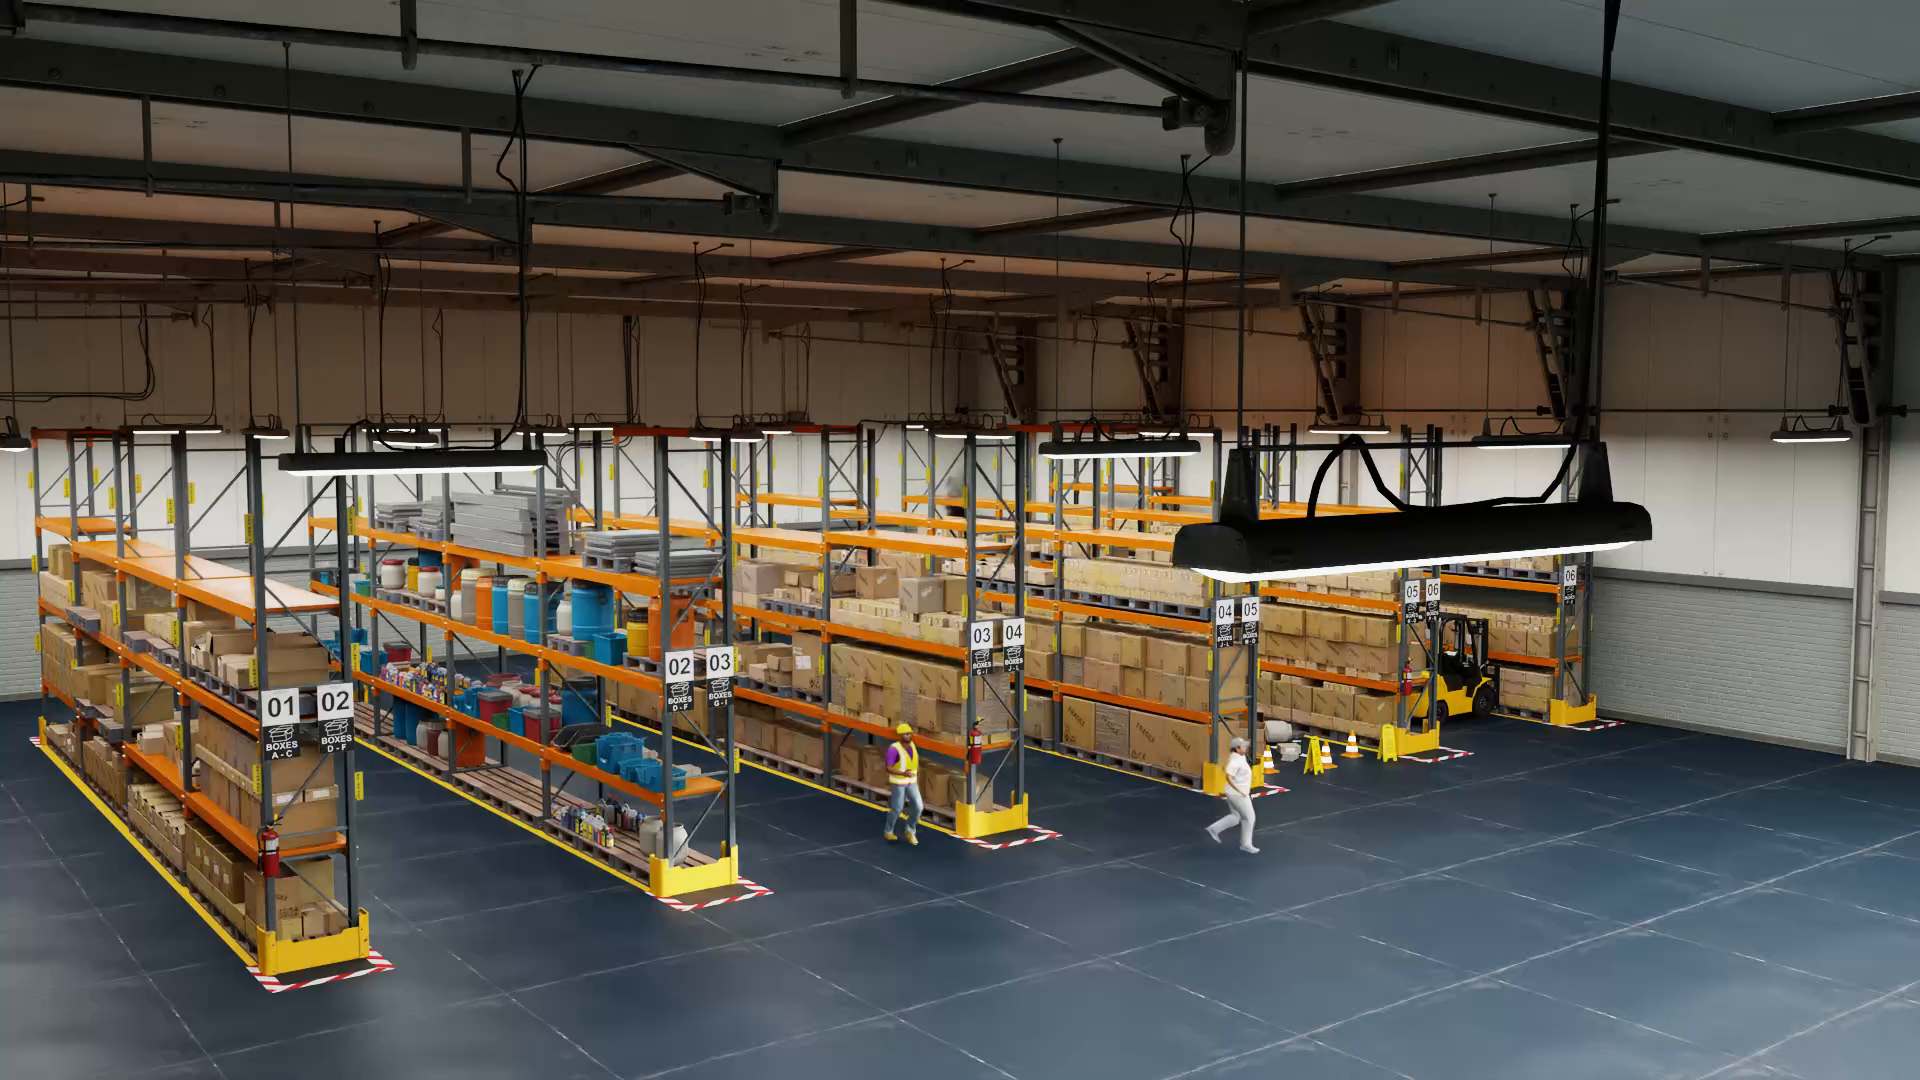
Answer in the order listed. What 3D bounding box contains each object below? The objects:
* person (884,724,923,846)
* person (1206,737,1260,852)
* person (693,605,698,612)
[{"bbox_3d":[-0.793,3.568,24.174,0.734,1.820,0.724,-4,6,-41],"label":"person"},{"bbox_3d":[3.935,3.648,23.839,0.757,1.669,0.601,0,4,1],"label":"person"},{"bbox_3d":[-6.371,2.382,39.457,0.698,1.705,0.601,0,4,-2],"label":"person"}]
